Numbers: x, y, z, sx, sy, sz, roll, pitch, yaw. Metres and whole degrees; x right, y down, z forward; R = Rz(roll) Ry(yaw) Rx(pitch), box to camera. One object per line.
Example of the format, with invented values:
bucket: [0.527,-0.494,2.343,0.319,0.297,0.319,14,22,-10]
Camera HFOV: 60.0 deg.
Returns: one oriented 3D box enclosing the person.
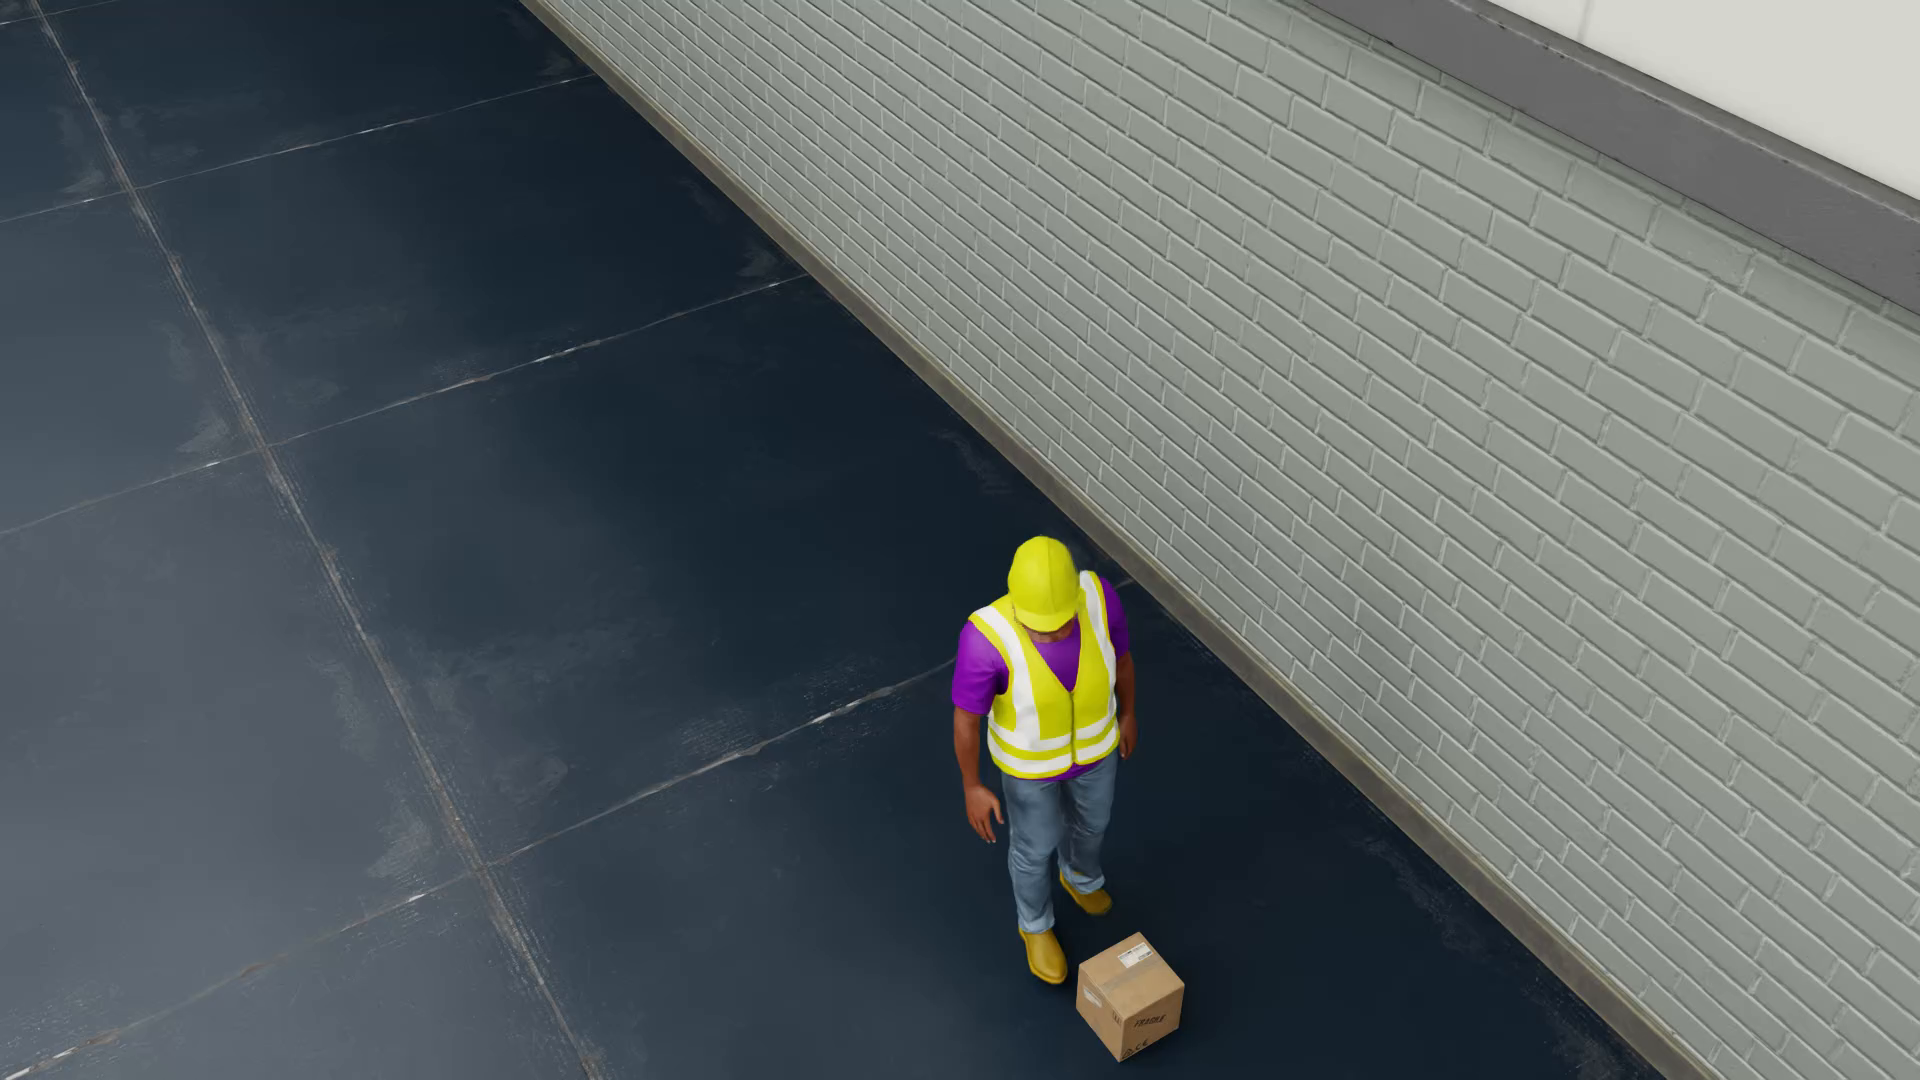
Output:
person: [0.306,0.729,5.325,0.658,1.841,0.482,-16,43,-18]
